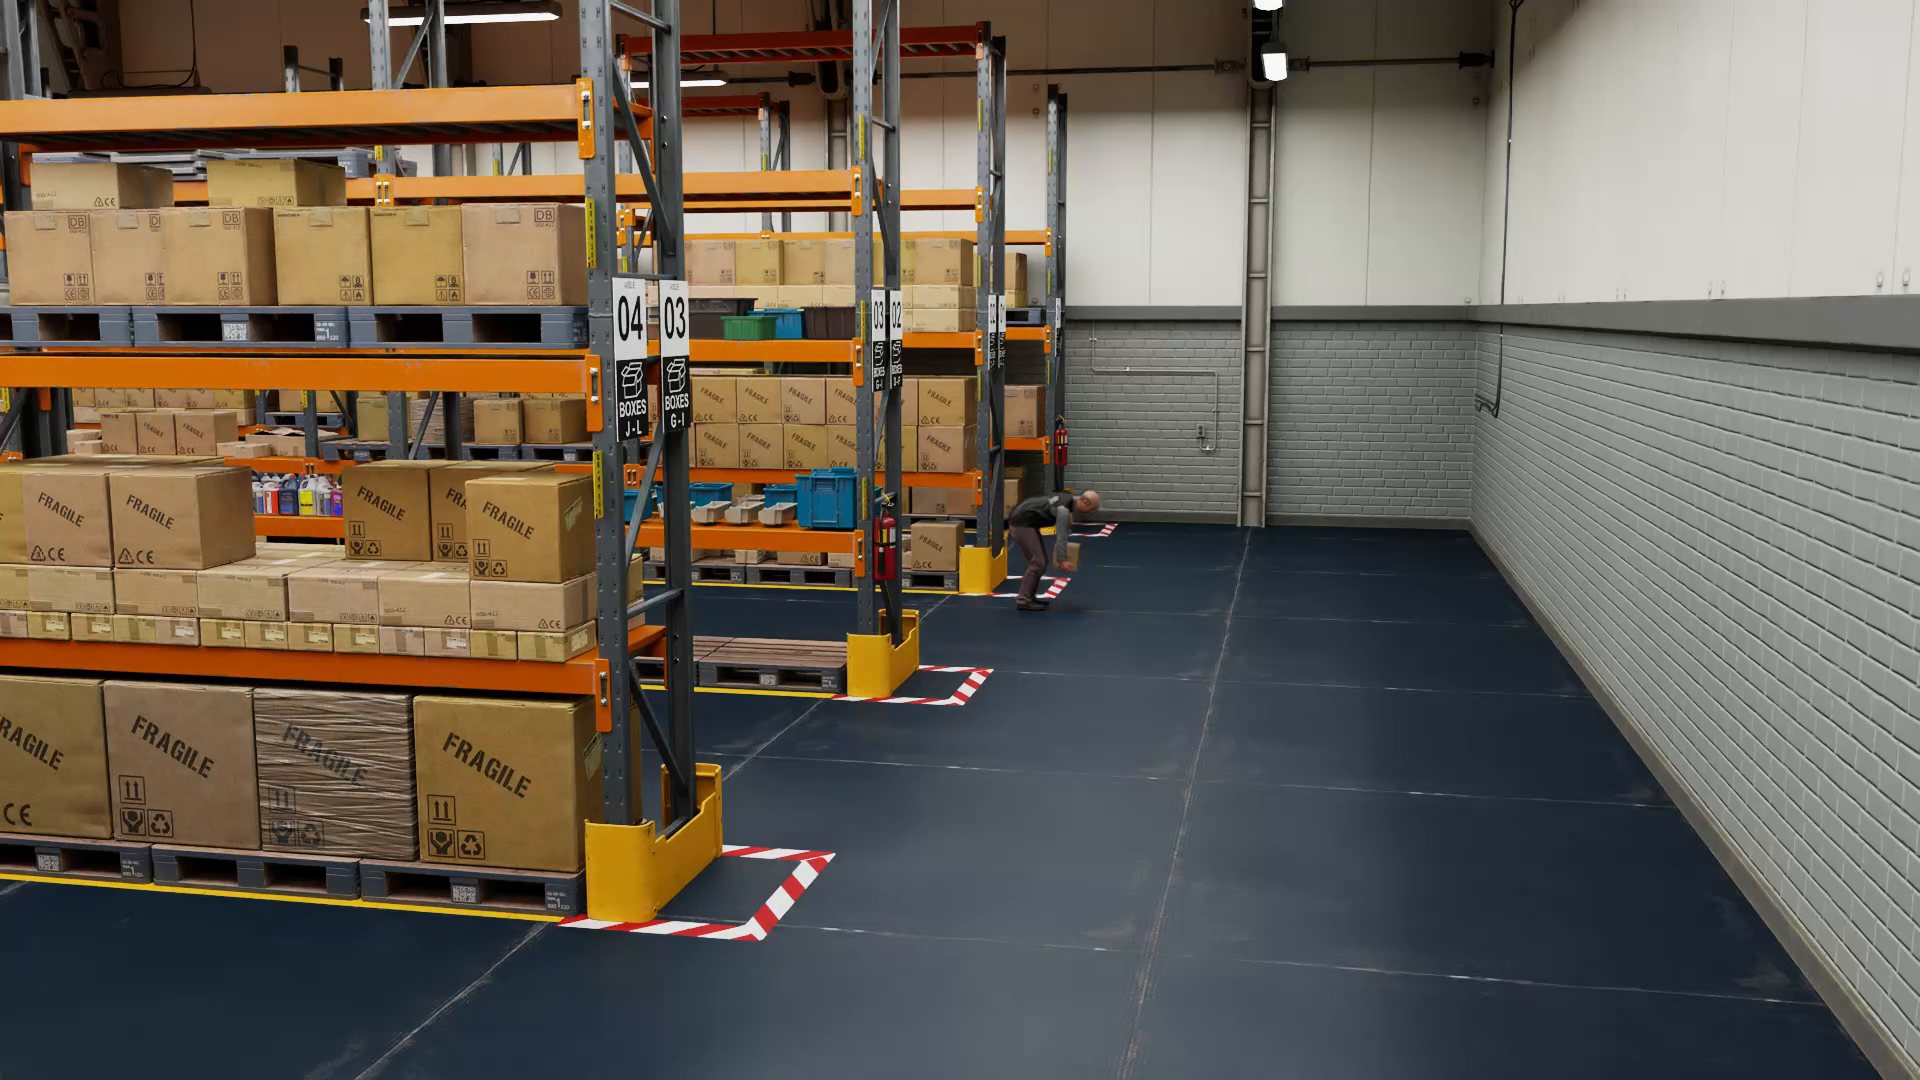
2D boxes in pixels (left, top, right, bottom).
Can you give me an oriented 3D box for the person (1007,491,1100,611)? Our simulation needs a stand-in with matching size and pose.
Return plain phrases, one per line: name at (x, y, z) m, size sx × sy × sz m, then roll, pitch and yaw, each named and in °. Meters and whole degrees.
person at (0.956, 0.099, 17.025) m, size 0.934 × 1.220 × 0.457 m, roll 1°, pitch 8°, yaw 7°
